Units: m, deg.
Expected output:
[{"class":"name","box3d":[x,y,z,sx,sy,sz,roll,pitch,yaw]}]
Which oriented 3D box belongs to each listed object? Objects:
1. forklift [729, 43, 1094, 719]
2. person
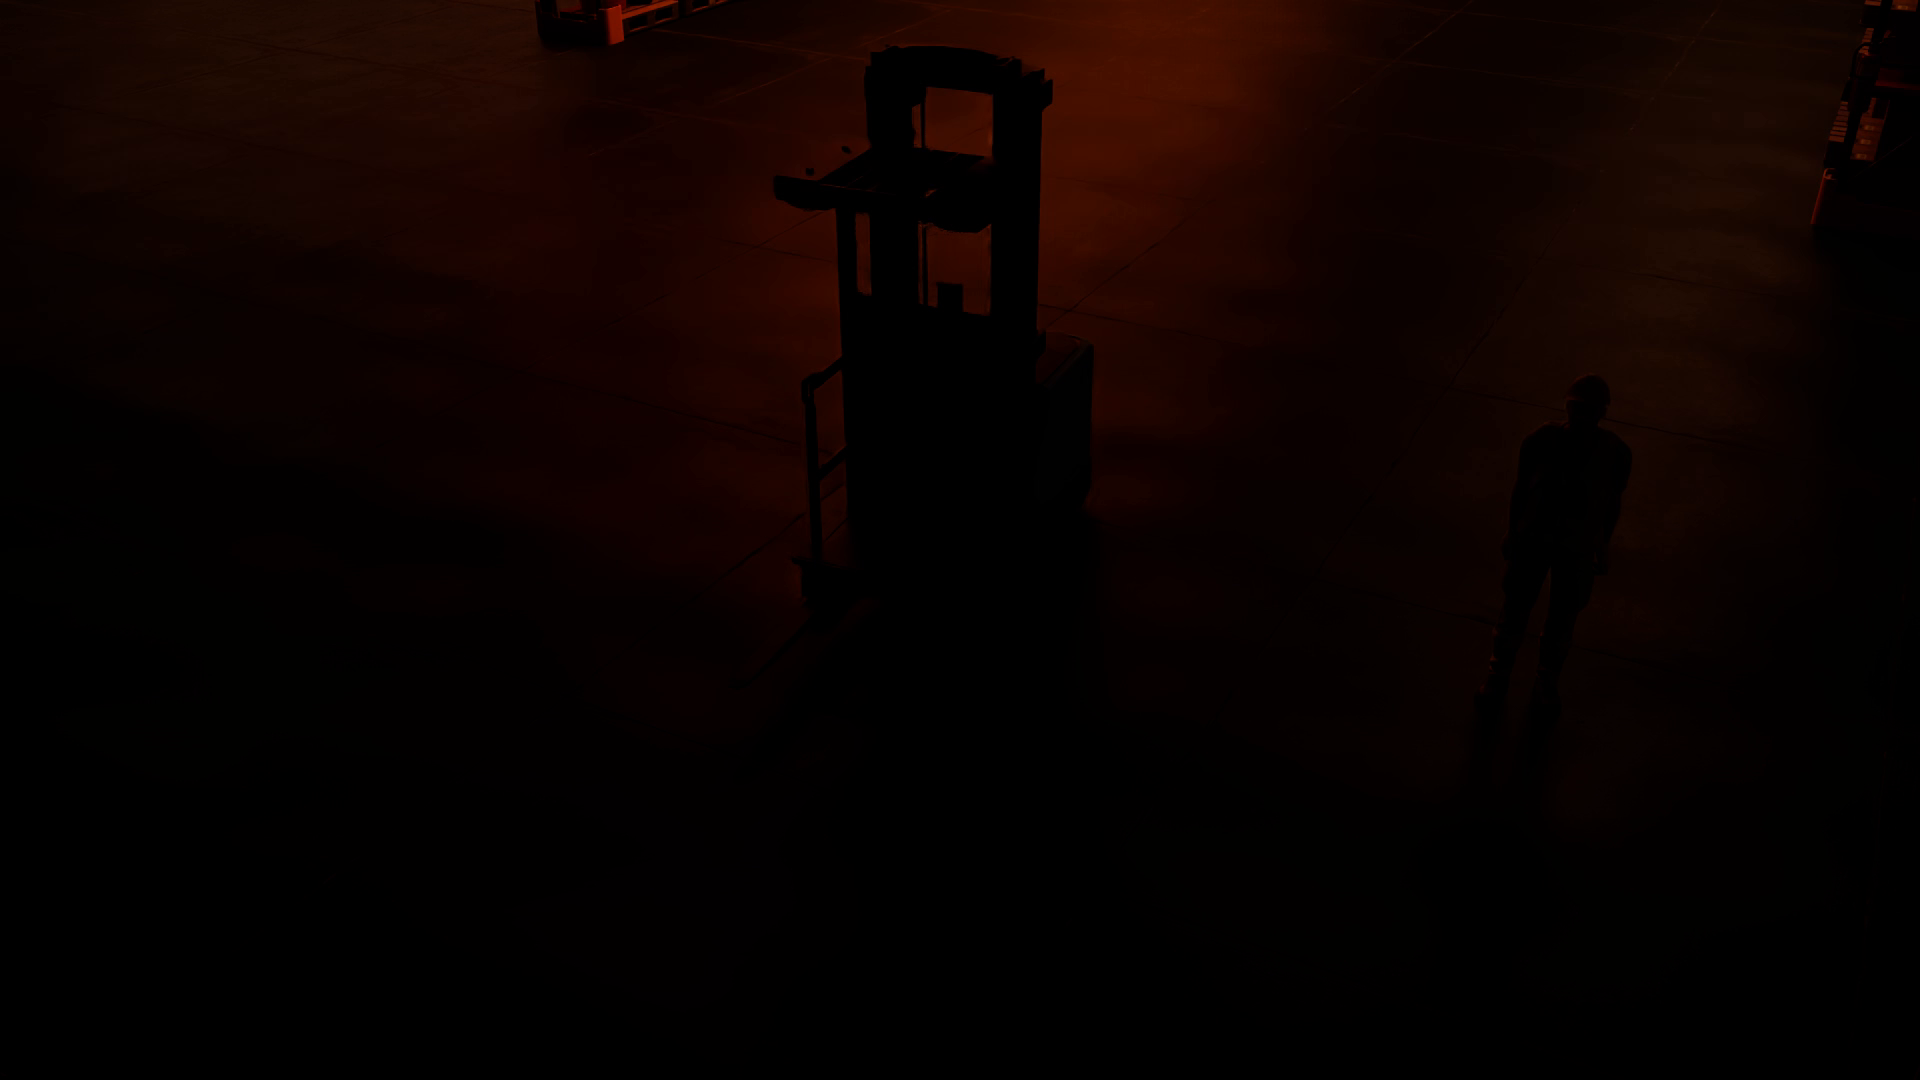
[{"class":"forklift","box3d":[-0.241,-0.973,8.756,1.130,2.935,3.031,12,32,20]},{"class":"person","box3d":[2.936,0.025,8.169,0.525,1.795,0.367,10,31,16]}]
